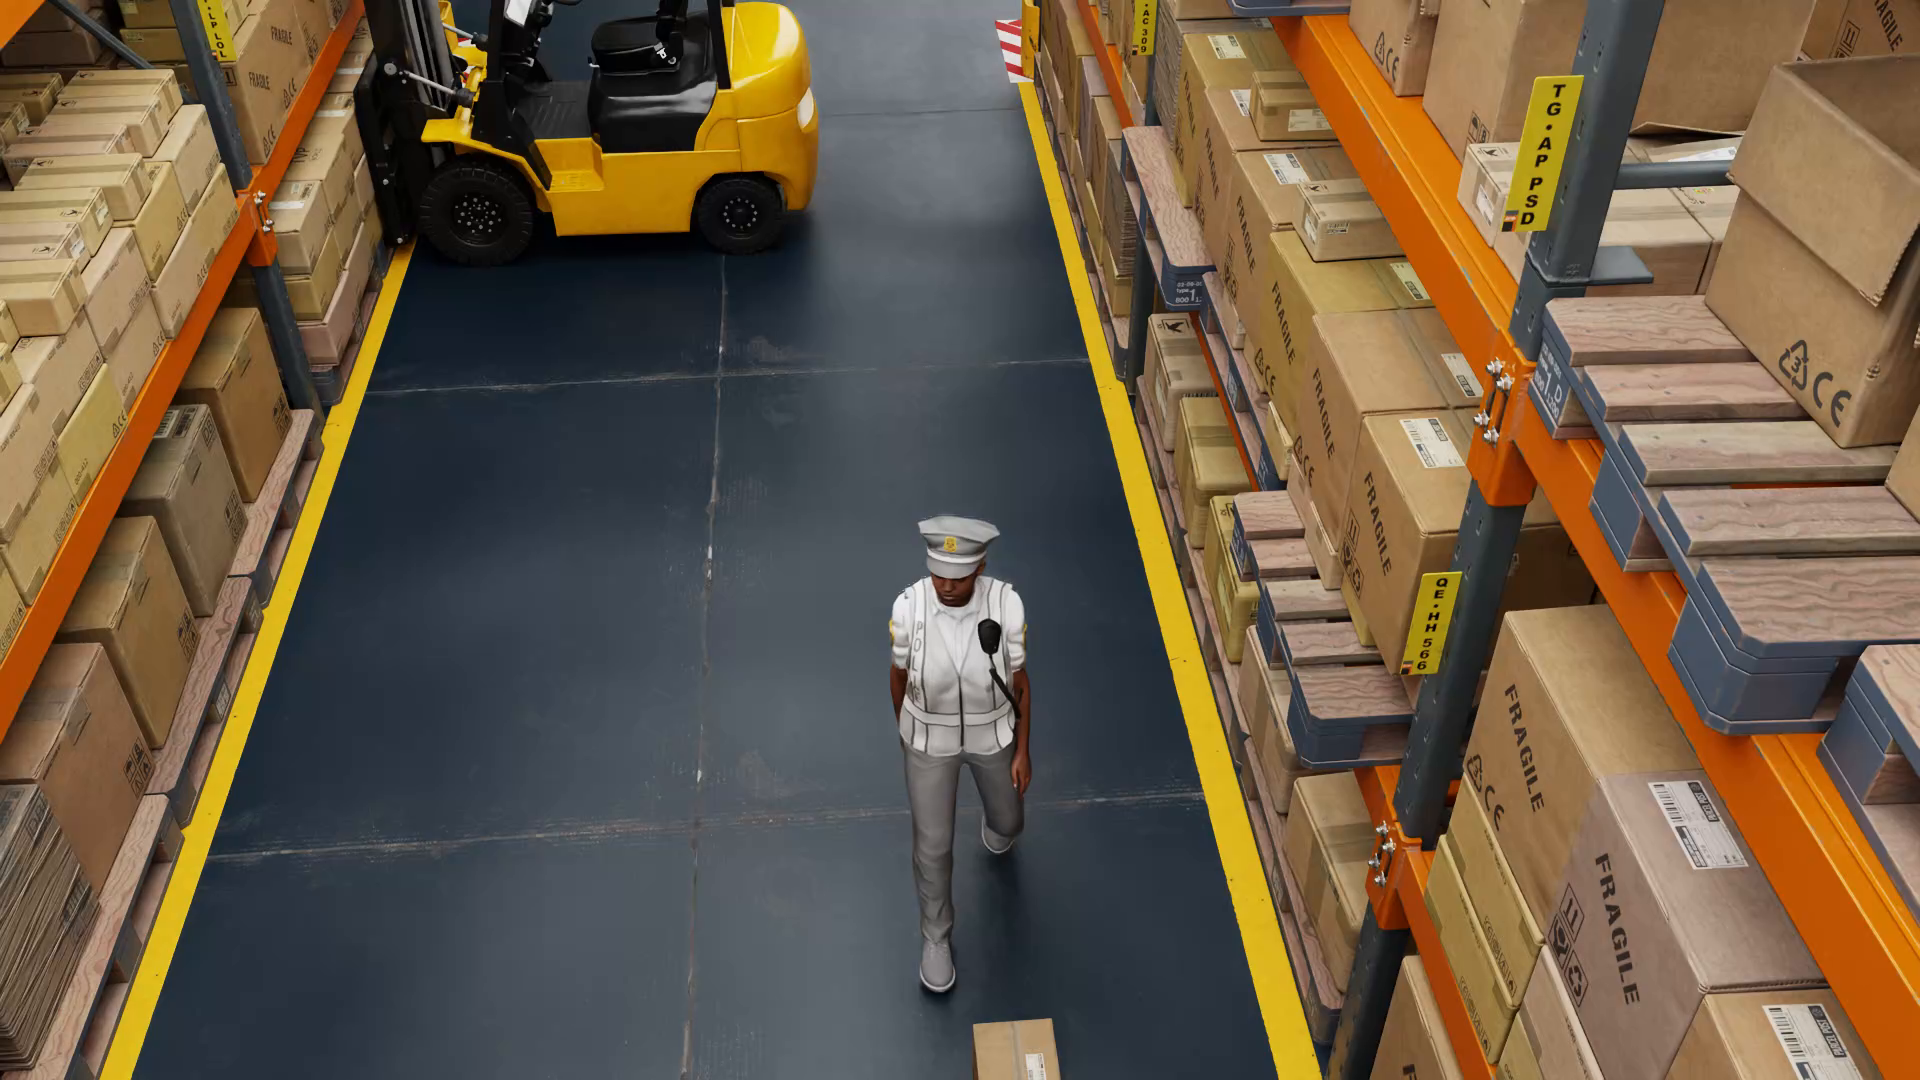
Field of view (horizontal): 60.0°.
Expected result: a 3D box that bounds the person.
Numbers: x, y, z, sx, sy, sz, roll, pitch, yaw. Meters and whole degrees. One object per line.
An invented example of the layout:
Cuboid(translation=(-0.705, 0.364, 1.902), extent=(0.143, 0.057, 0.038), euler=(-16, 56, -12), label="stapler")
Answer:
Cuboid(translation=(0.006, 0.634, 5.340), extent=(0.448, 1.658, 0.790), euler=(-2, 39, -3), label="person")
